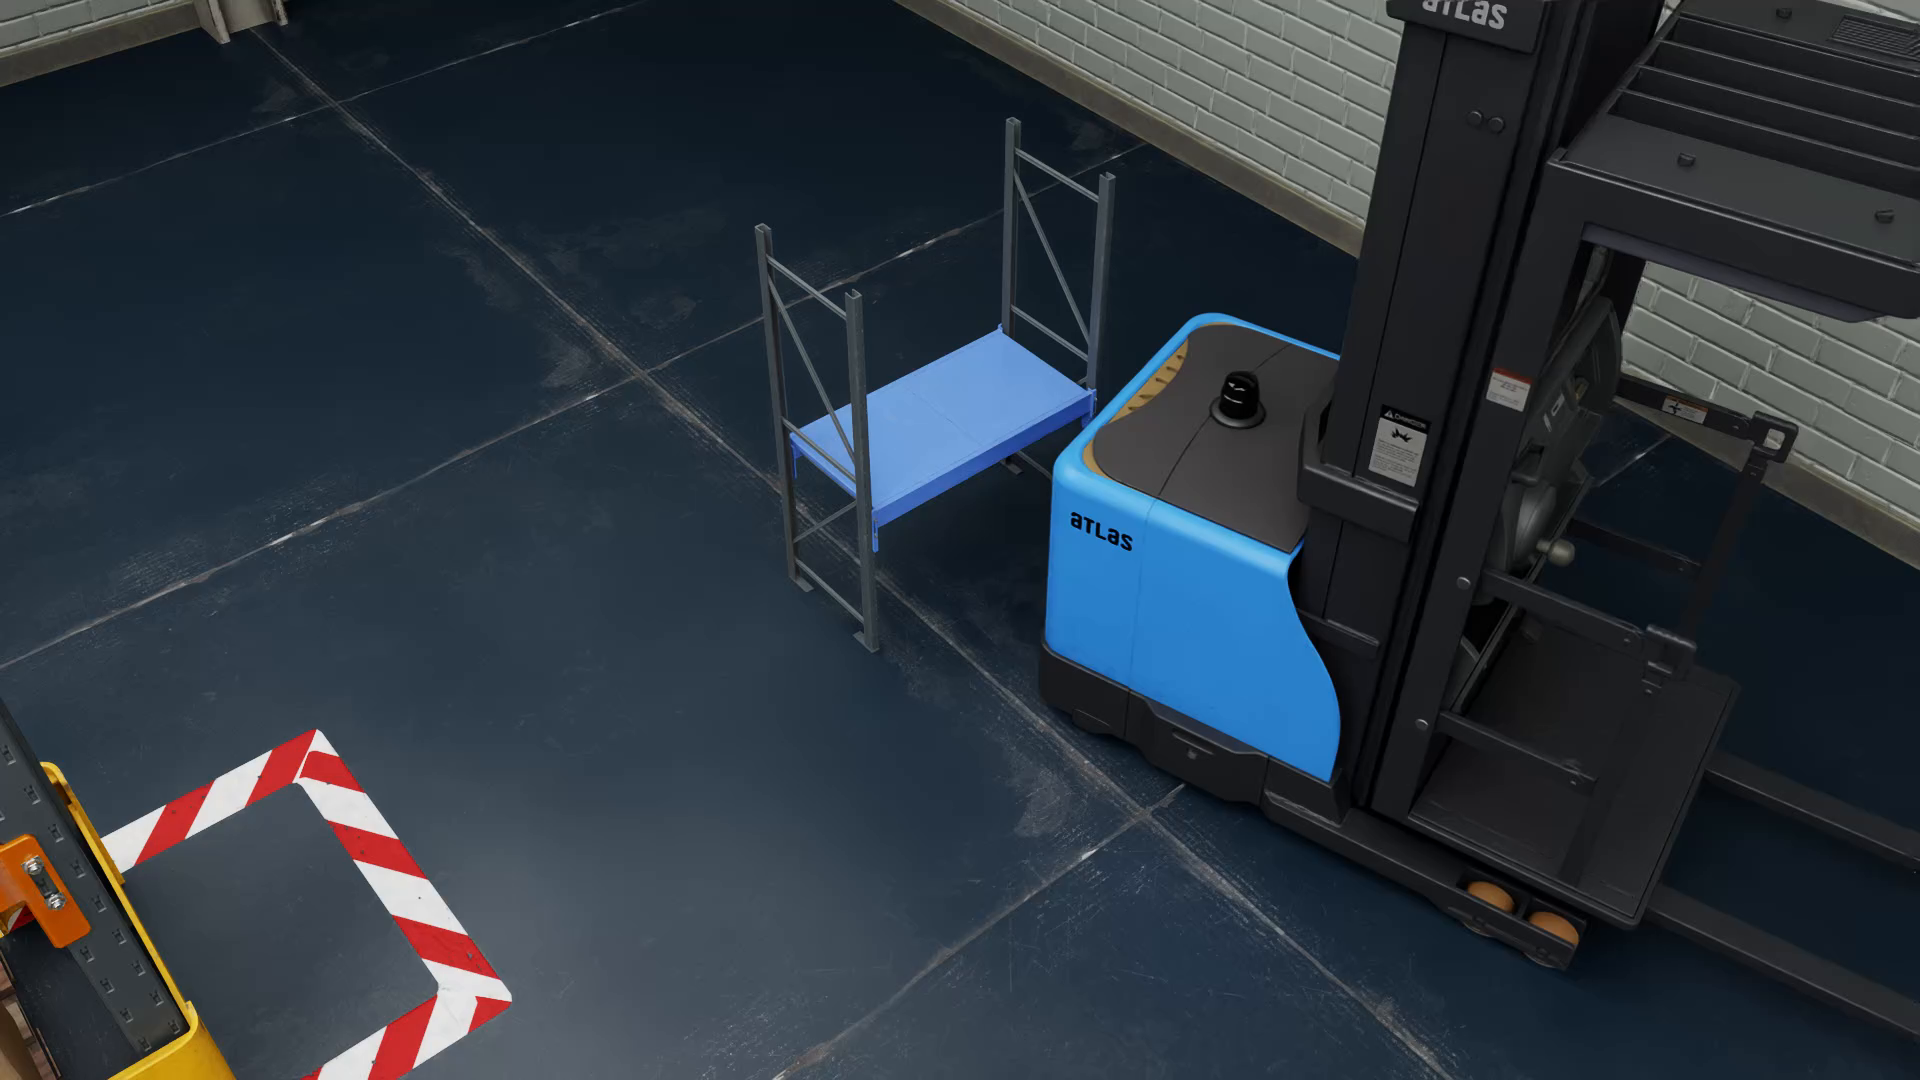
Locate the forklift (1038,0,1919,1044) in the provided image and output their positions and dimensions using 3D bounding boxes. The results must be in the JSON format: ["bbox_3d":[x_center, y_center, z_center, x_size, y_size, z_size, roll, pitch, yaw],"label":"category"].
[{"bbox_3d":[1.773,-0.229,4.353,3.031,2.935,1.130,24,48,24],"label":"forklift"}]

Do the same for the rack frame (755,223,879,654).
[{"bbox_3d":[-0.455,-0.286,5.459,0.032,1.500,0.500,-30,51,-28],"label":"rack frame"}]

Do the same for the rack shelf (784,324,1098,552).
[{"bbox_3d":[-0.065,-0.378,5.820,1.000,0.185,0.538,-30,51,-28],"label":"rack shelf"}]

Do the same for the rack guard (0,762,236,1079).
[{"bbox_3d":[-2.411,1.191,4.616,0.348,0.500,1.175,-30,51,-28],"label":"rack guard"}]

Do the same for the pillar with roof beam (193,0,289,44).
[{"bbox_3d":[-1.255,-3.919,3.850,0.400,9.000,9.100,-30,51,-28],"label":"pillar with roof beam"}]

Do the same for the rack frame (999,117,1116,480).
[{"bbox_3d":[0.325,-0.733,5.934,0.032,1.500,0.500,-30,51,-28],"label":"rack frame"}]

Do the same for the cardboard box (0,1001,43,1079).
[{"bbox_3d":[-2.611,1.366,4.109,0.500,0.500,0.500,-30,51,-28],"label":"cardboard box"}]

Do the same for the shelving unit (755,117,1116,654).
[{"bbox_3d":[-0.065,-0.509,5.697,1.048,1.500,0.538,-30,51,-28],"label":"shelving unit"}]

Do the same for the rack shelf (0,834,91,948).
[{"bbox_3d":[-3.886,1.388,3.107,4.000,0.370,1.077,-30,51,-28],"label":"rack shelf"}]

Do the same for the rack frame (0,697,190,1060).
[{"bbox_3d":[-2.352,0.247,3.796,0.127,3.000,1.000,-30,51,-28],"label":"rack frame"}]
